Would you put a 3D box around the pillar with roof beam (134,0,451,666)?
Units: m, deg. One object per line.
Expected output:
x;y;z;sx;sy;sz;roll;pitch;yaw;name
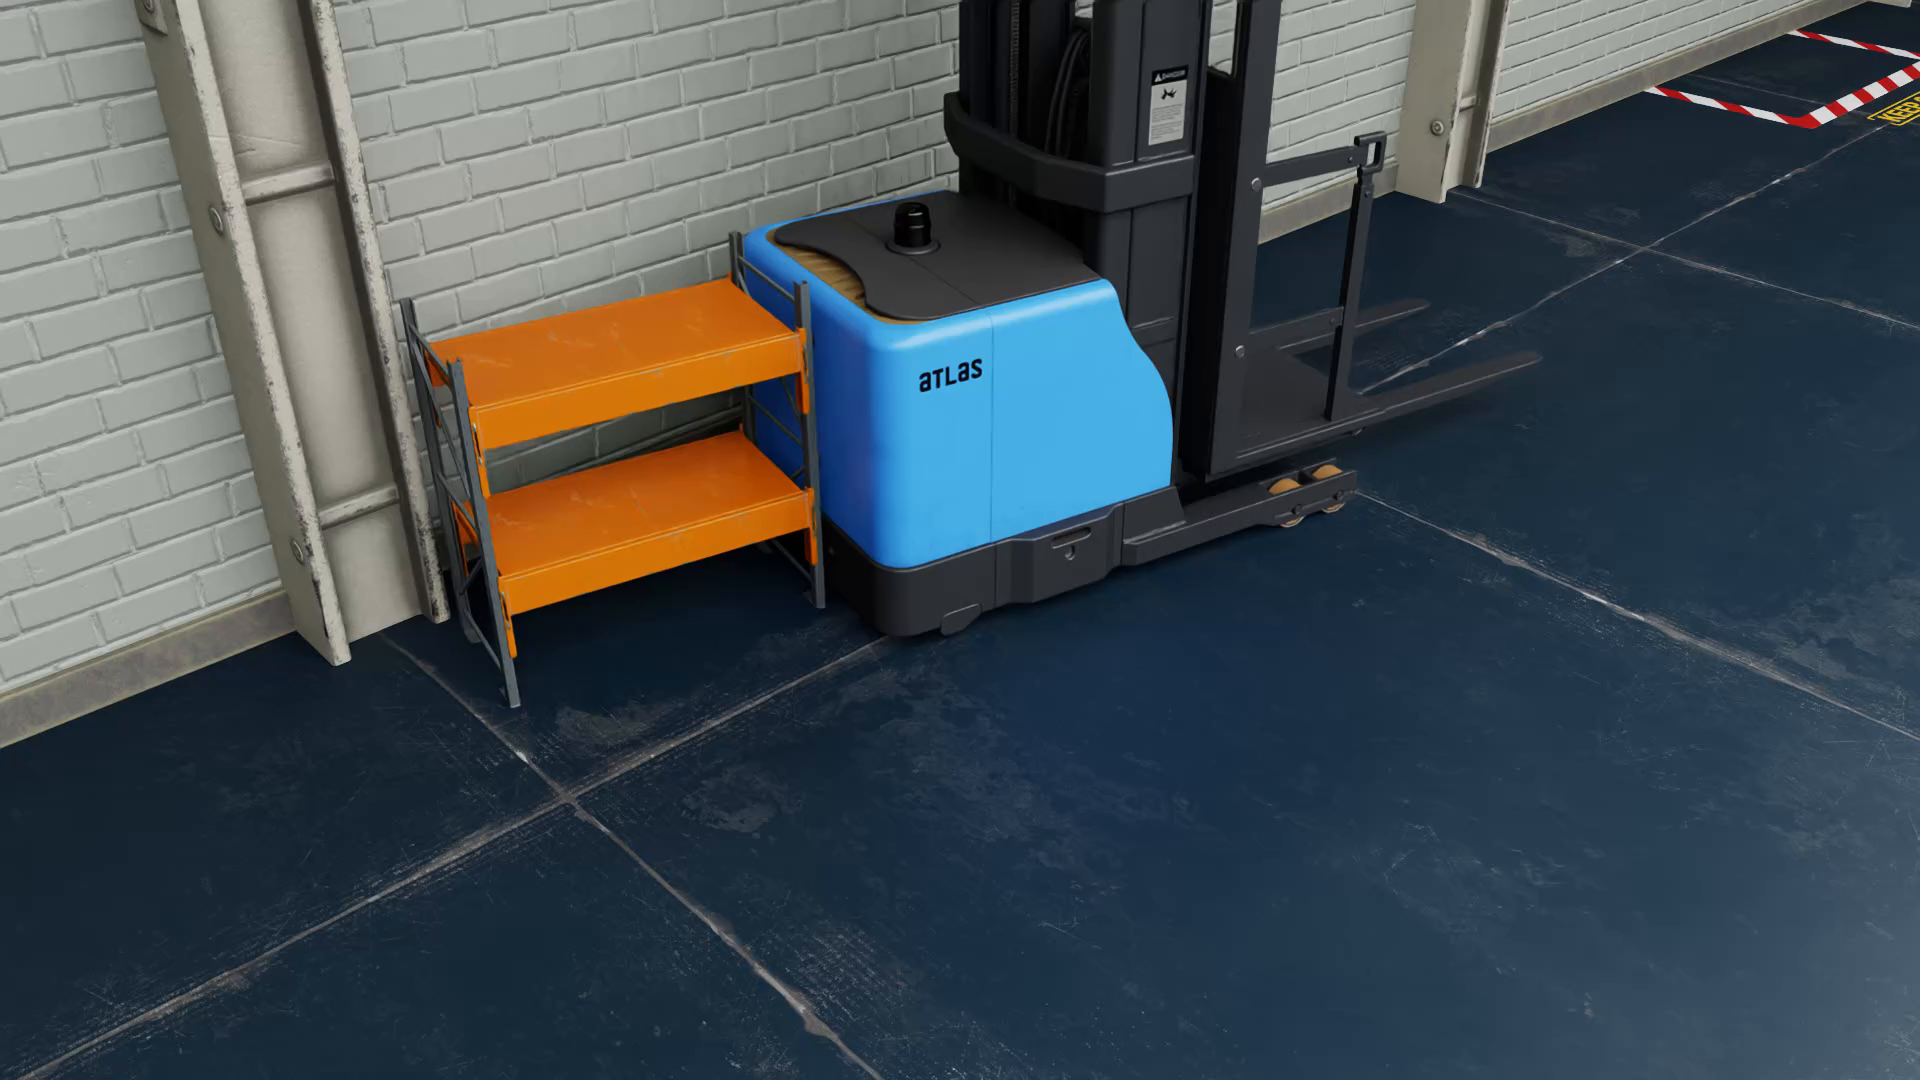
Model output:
1.045;-1.932;0.284;0.400;9.000;9.100;-26;40;-35;pillar with roof beam

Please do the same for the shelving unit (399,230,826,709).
-1.012;-0.231;5.050;1.048;1.125;0.538;-18;36;-26;shelving unit

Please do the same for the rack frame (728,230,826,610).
-0.577;-0.368;5.274;0.032;1.125;0.500;-18;36;-26;rack frame

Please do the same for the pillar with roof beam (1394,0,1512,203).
5.445;-4.060;3.764;0.400;9.000;9.100;-26;40;-35;pillar with roof beam

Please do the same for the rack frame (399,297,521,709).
-1.447;-0.094;4.825;0.032;1.125;0.500;-18;36;-26;rack frame

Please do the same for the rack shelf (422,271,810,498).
-1.012;-0.481;4.897;1.000;0.278;0.538;-18;36;-26;rack shelf

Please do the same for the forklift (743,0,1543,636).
0.810;-1.513;5.415;3.031;2.935;1.130;-18;36;-26;forklift

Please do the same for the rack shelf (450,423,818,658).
-1.012;-0.022;5.177;1.000;0.278;0.538;-18;36;-26;rack shelf
